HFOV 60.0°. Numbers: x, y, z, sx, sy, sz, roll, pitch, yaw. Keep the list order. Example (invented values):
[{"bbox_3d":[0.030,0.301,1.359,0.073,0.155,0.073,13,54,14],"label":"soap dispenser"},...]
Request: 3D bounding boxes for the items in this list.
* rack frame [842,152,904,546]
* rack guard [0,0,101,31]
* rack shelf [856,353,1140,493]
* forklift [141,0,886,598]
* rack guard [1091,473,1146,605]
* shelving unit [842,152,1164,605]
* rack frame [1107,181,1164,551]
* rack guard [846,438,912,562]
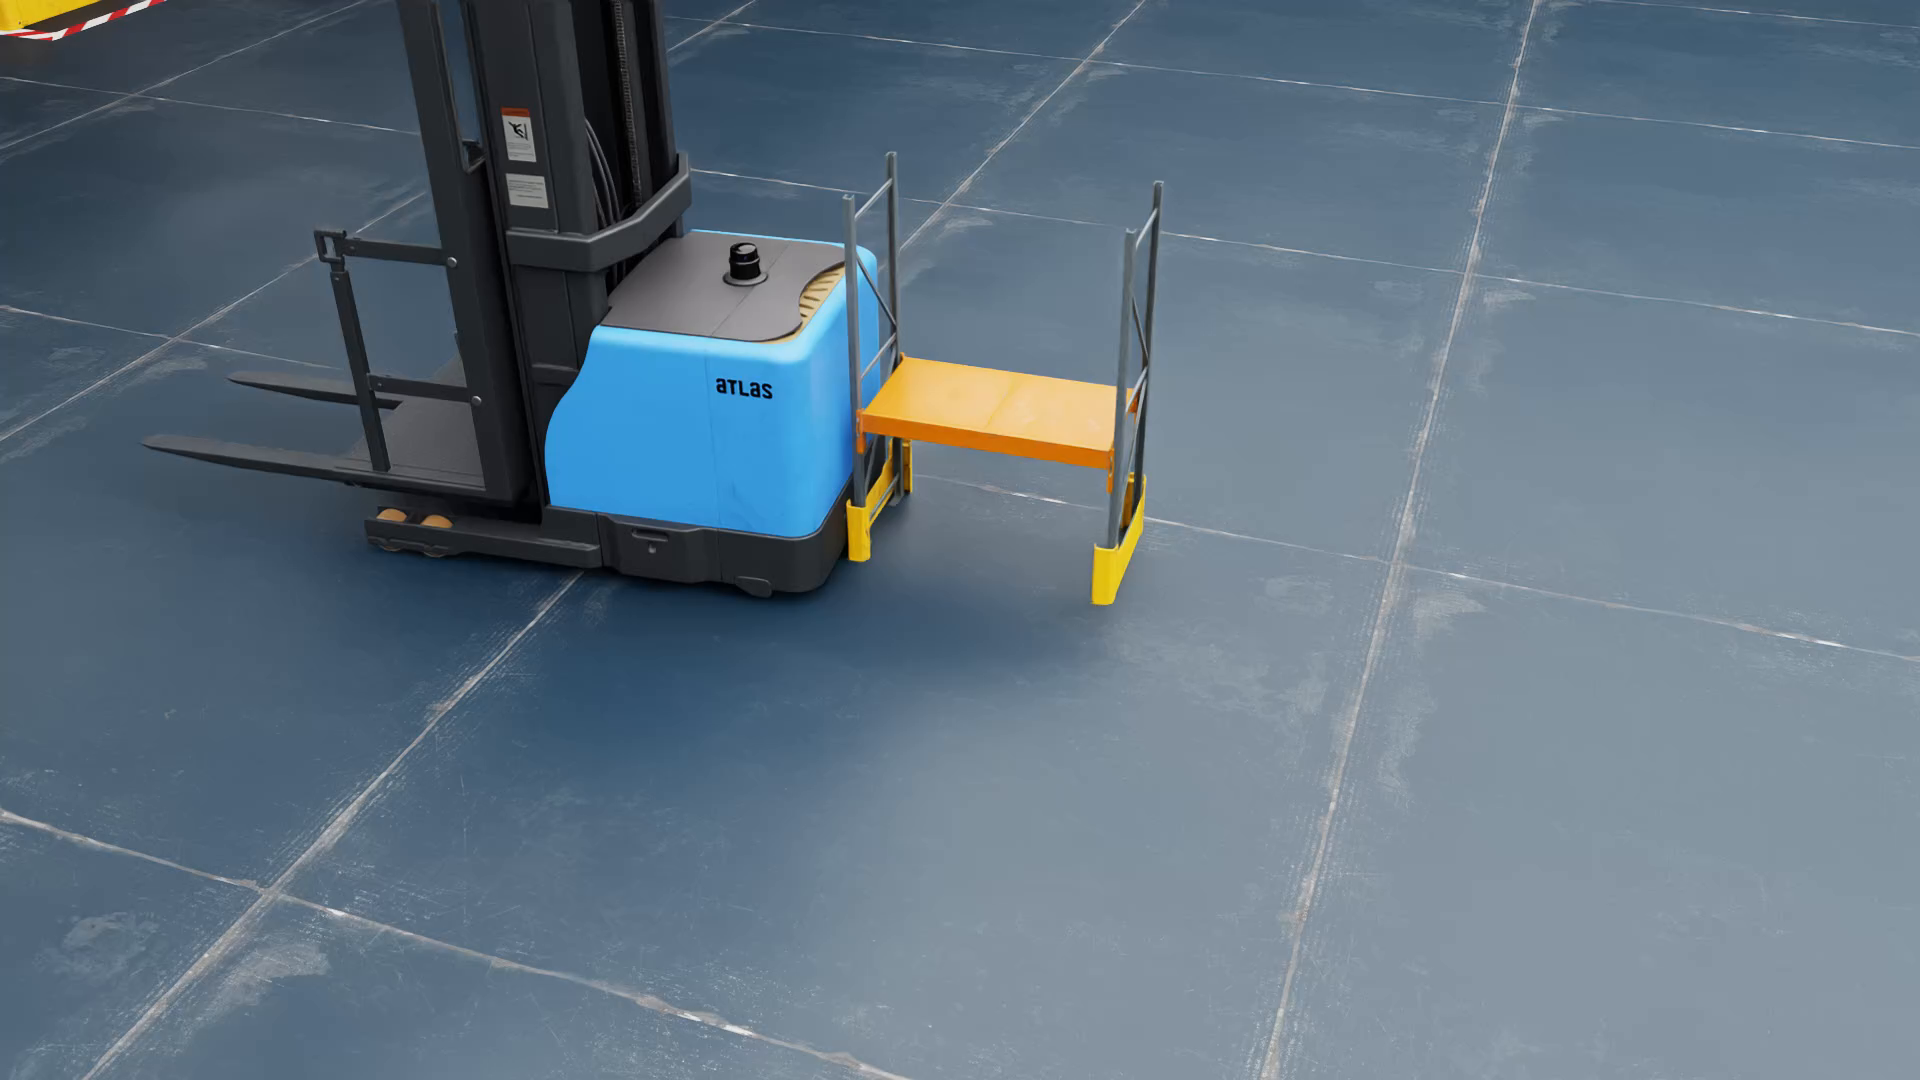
[{"bbox_3d":[-0.326,-0.697,6.447,0.032,1.500,0.500,10,34,15],"label":"rack frame"},{"bbox_3d":[-7.280,-4.459,13.195,0.348,0.500,1.175,11,34,16],"label":"rack guard"},{"bbox_3d":[0.160,-0.464,6.417,1.000,0.185,0.538,10,34,15],"label":"rack shelf"},{"bbox_3d":[-1.888,-1.430,6.263,3.031,2.935,1.130,8,34,12],"label":"forklift"},{"bbox_3d":[0.626,-0.011,6.536,0.087,0.250,0.587,10,34,15],"label":"rack guard"},{"bbox_3d":[0.151,-0.616,6.322,1.083,1.500,0.587,10,34,15],"label":"shelving unit"},{"bbox_3d":[0.645,-0.533,6.193,0.032,1.500,0.500,10,34,15],"label":"rack frame"},{"bbox_3d":[-0.324,-0.172,6.786,0.087,0.250,0.587,10,34,15],"label":"rack guard"}]
